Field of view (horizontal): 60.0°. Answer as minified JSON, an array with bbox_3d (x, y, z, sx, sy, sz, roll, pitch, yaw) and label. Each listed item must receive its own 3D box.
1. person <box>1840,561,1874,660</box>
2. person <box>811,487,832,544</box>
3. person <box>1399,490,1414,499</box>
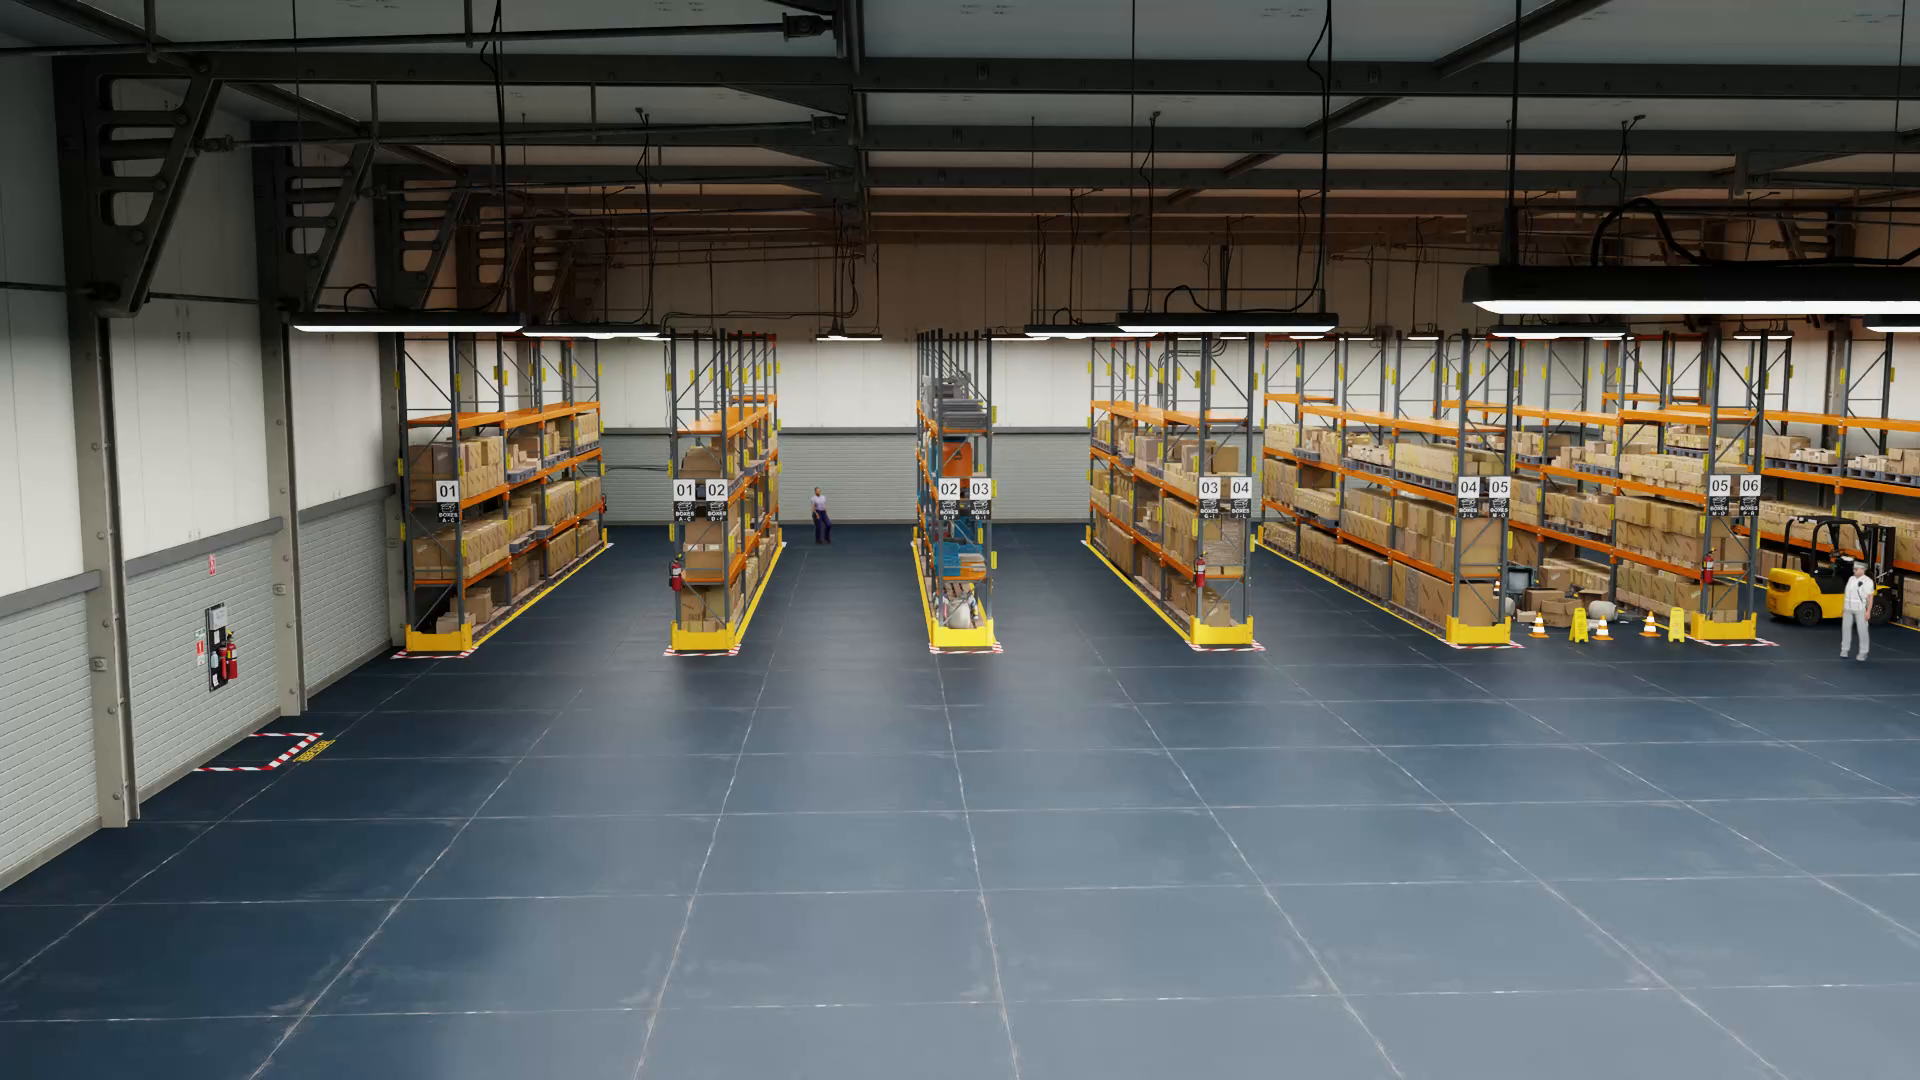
[{"bbox_3d":[16.359,1.269,30.329,0.417,1.775,0.574,-4,8,-31],"label":"person"},{"bbox_3d":[-3.964,-0.688,47.624,0.584,1.652,0.508,-6,9,-40],"label":"person"},{"bbox_3d":[13.121,-0.883,49.132,0.583,1.710,0.484,-4,8,-27],"label":"person"}]
